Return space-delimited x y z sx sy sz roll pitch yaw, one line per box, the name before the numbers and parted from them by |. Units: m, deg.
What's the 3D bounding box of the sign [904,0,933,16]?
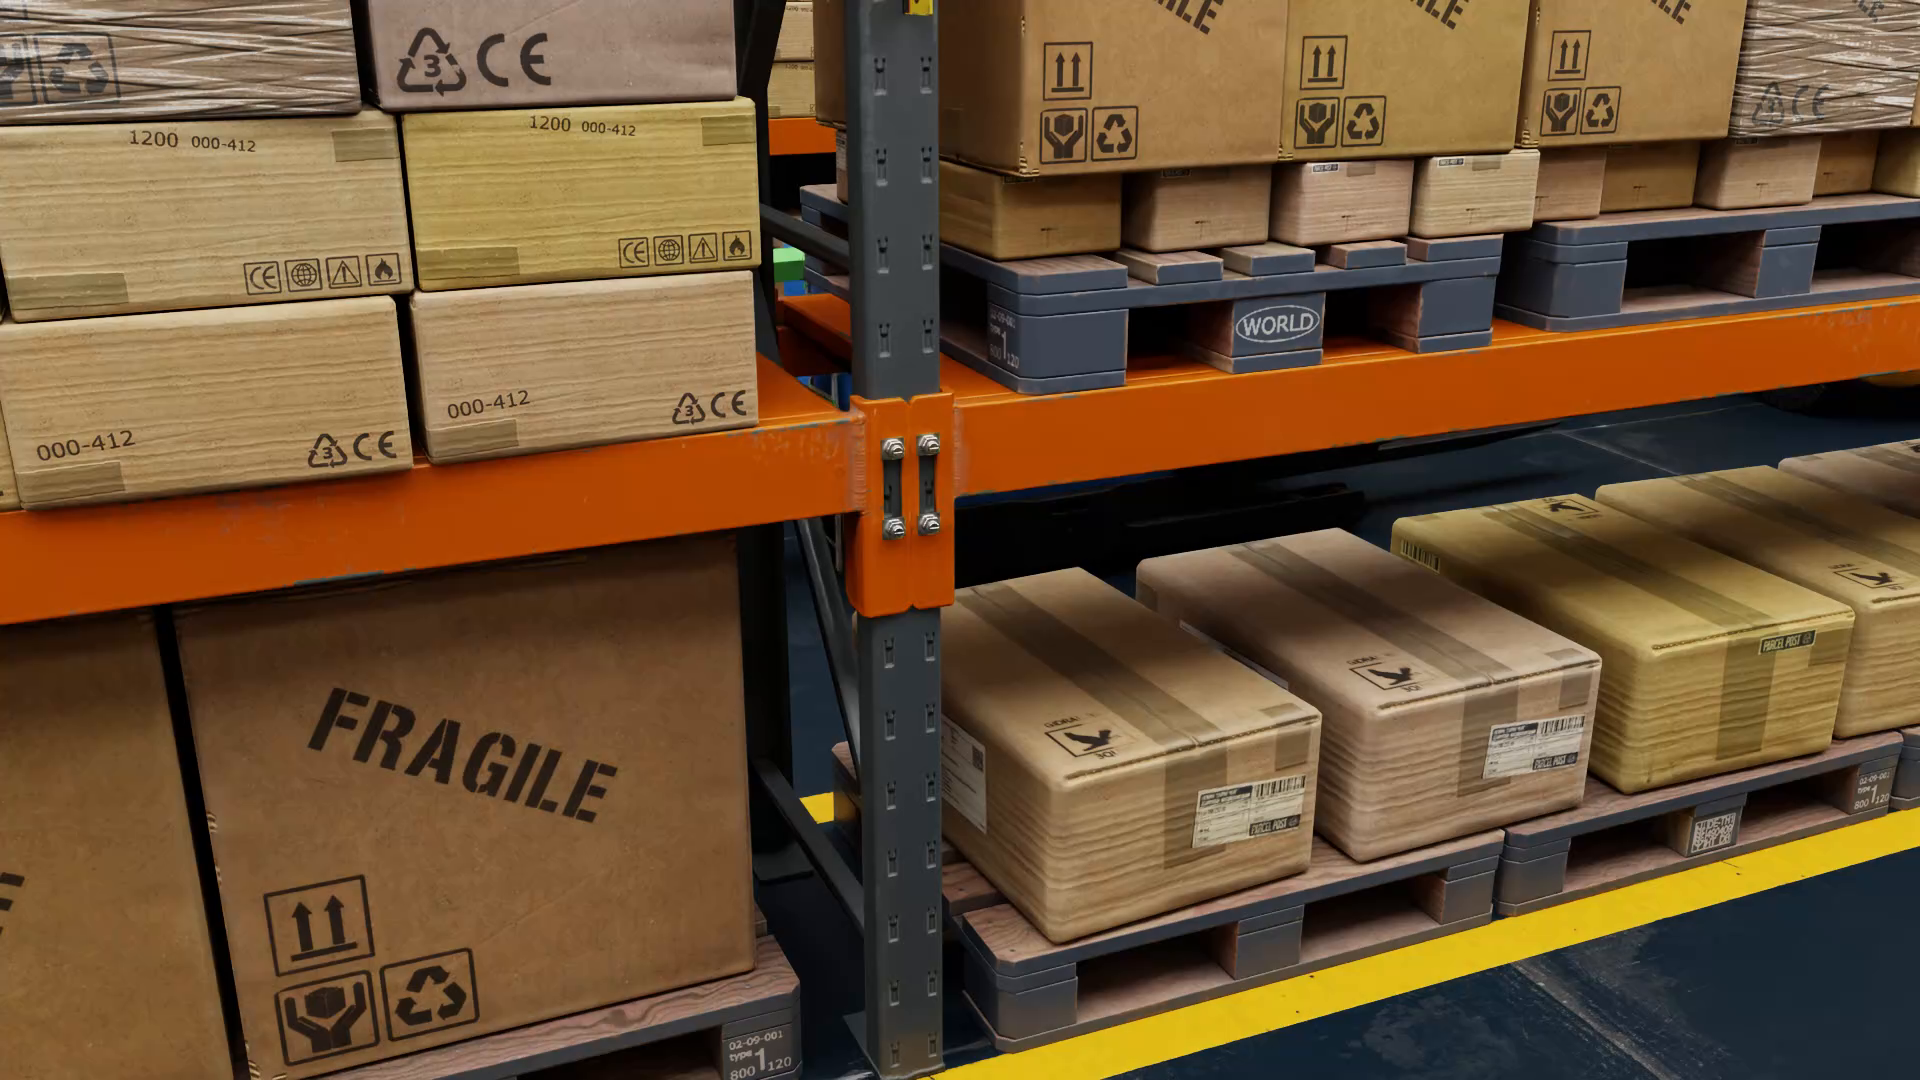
sign | -0.061 -0.927 2.395 0.005 0.325 0.100 -8 21 -22

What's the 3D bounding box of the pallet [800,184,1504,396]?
pallet | 0.328 -0.585 3.457 1.003 0.211 1.213 -8 21 -22

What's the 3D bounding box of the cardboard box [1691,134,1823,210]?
cardboard box | 1.591 -0.813 3.561 0.250 0.149 0.380 -7 21 -20

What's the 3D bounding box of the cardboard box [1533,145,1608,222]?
cardboard box | 1.081 -0.750 3.380 0.250 0.149 0.380 -7 21 -19

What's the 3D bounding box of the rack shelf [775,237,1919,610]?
rack shelf | 1.552 -0.473 3.933 4.000 0.370 1.077 -8 21 -22

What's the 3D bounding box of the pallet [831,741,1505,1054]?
pallet | 0.434 0.663 3.821 1.213 0.211 1.003 -8 21 -22

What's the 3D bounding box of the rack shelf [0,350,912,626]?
rack shelf | -2.121 0.053 2.439 4.000 0.370 1.077 -8 21 -22

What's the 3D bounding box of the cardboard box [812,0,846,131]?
cardboard box | 0.023 -1.080 3.342 0.500 0.500 0.500 -9 21 -23

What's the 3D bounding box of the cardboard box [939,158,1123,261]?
cardboard box | 0.088 -0.615 2.999 0.250 0.149 0.380 -9 22 -25

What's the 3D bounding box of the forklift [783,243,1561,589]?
forklift | 0.916 -1.529 5.952 3.031 2.935 1.130 -9 21 -24

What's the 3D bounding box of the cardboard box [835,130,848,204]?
cardboard box | -0.077 -0.744 3.365 0.250 0.149 0.380 -7 21 -20

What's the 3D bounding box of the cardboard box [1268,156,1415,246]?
cardboard box | 0.630 -0.664 3.138 0.250 0.149 0.380 -10 22 -25

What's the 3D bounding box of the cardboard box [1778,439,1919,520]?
cardboard box | 2.908 0.035 4.730 0.625 0.372 0.950 -8 21 -21

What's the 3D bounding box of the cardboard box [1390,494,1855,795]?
cardboard box | 1.611 0.223 4.197 0.625 0.372 0.950 -7 21 -20

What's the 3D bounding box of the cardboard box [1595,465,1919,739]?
cardboard box | 2.249 0.131 4.458 0.625 0.372 0.950 -7 21 -19

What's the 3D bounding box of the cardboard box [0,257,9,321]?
cardboard box | -1.560 -0.431 2.204 0.500 0.250 0.500 -9 21 -23

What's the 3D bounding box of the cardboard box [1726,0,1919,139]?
cardboard box | 1.643 -1.130 3.484 0.500 0.500 0.500 -9 21 -24

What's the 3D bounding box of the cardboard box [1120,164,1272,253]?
cardboard box | 0.361 -0.642 3.076 0.250 0.149 0.380 -10 22 -25

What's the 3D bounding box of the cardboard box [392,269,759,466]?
cardboard box | -0.646 -0.333 2.678 0.500 0.250 0.500 -9 21 -24

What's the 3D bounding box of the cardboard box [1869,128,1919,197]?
cardboard box | 2.083 -0.874 3.733 0.250 0.149 0.380 -8 21 -22

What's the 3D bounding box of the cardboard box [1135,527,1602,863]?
cardboard box | 0.913 0.321 3.919 0.625 0.372 0.950 -9 21 -23

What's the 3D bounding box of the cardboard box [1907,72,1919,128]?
cardboard box | 2.124 -1.199 3.680 0.500 0.500 0.500 -7 21 -20

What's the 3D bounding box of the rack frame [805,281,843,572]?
rack frame | -0.463 -0.492 5.613 0.015 1.200 0.240 -9 21 -24

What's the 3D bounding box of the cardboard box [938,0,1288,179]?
cardboard box | 0.221 -0.924 2.899 0.500 0.500 0.500 -9 21 -23

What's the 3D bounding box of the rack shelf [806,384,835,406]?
rack shelf | -0.682 -0.397 5.534 0.480 0.148 0.258 -9 21 -24

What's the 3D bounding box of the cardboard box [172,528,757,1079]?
cardboard box | -0.951 0.320 3.164 0.875 0.875 0.875 -8 21 -22

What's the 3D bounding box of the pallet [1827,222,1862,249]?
pallet | 2.629 -0.929 4.434 1.213 0.211 1.003 -8 21 -22

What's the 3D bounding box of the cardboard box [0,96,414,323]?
cardboard box | -1.098 -0.505 2.413 0.500 0.250 0.500 -9 21 -23

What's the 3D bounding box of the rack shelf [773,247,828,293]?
rack shelf | -0.682 -0.849 5.375 0.480 0.148 0.258 -9 21 -24

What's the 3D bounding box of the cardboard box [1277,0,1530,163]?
cardboard box | 0.696 -0.995 3.100 0.500 0.500 0.500 -7 21 -19

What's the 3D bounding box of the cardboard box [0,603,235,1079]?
cardboard box | -1.772 0.436 2.834 0.875 0.875 0.875 -8 21 -21

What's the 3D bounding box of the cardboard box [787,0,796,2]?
cardboard box | -0.920 -2.526 7.551 0.250 0.149 0.380 -8 21 -21

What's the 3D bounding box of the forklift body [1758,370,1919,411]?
forklift body | 4.073 -1.909 8.206 1.214 2.155 2.313 -8 21 -22

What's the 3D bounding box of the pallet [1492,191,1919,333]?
pallet | 1.517 -0.732 3.874 1.213 0.211 1.003 -8 21 -22

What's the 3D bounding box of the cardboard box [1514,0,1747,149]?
cardboard box | 1.181 -1.066 3.304 0.500 0.500 0.500 -8 21 -21

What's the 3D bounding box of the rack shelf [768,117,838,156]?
rack shelf | -0.417 -1.987 8.231 4.000 0.370 1.077 -8 21 -22

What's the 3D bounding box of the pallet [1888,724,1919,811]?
pallet | 2.674 0.342 4.732 1.213 0.211 1.003 -8 21 -22

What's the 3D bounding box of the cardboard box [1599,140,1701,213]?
cardboard box | 1.325 -0.799 3.520 0.250 0.149 0.380 -7 21 -20

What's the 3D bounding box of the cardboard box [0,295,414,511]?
cardboard box | -1.109 -0.261 2.473 0.500 0.250 0.500 -8 21 -21

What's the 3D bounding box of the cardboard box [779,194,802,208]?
cardboard box | -0.461 -1.396 8.413 0.625 0.625 0.875 -9 21 -24

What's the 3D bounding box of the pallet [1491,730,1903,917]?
pallet | 1.552 0.504 4.273 1.213 0.211 1.003 -8 21 -22

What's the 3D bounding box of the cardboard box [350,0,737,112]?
cardboard box | -0.655 -0.921 2.464 0.500 0.500 0.500 -9 21 -23

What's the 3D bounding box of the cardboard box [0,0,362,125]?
cardboard box | -1.123 -0.851 2.266 0.500 0.500 0.500 -8 21 -21

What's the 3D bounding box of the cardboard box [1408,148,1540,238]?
cardboard box | 0.891 -0.694 3.223 0.250 0.149 0.380 -8 21 -22

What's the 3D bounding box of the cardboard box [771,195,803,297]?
cardboard box | -1.079 -1.307 8.161 0.625 0.625 0.875 -7 21 -20

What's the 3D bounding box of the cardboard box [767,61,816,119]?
cardboard box | -0.816 -2.111 7.726 0.500 0.250 0.500 -9 21 -24

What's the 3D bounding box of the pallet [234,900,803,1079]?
pallet | -1.038 0.846 3.301 1.213 0.211 1.003 -8 21 -22

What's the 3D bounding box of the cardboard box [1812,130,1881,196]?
cardboard box | 1.800 -0.870 3.724 0.250 0.149 0.380 -9 21 -24

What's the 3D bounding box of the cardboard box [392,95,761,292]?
cardboard box | -0.628 -0.574 2.608 0.500 0.250 0.500 -8 21 -22

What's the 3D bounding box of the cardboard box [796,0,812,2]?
cardboard box | -0.664 -2.541 7.595 0.250 0.149 0.380 -8 21 -21

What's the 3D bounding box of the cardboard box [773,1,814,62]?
cardboard box | -0.802 -2.341 7.626 0.500 0.250 0.500 -9 21 -23

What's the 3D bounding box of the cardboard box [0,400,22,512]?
cardboard box | -1.577 -0.200 2.299 0.500 0.250 0.500 -8 21 -22

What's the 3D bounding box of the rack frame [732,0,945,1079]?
rack frame | -0.284 -0.550 3.067 0.127 3.000 1.000 -8 21 -22

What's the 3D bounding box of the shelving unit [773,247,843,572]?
shelving unit | -0.682 -0.457 5.513 0.503 1.200 0.258 -9 21 -24

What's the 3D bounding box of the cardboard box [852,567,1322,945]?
cardboard box | 0.238 0.420 3.636 0.625 0.372 0.950 -10 22 -26
